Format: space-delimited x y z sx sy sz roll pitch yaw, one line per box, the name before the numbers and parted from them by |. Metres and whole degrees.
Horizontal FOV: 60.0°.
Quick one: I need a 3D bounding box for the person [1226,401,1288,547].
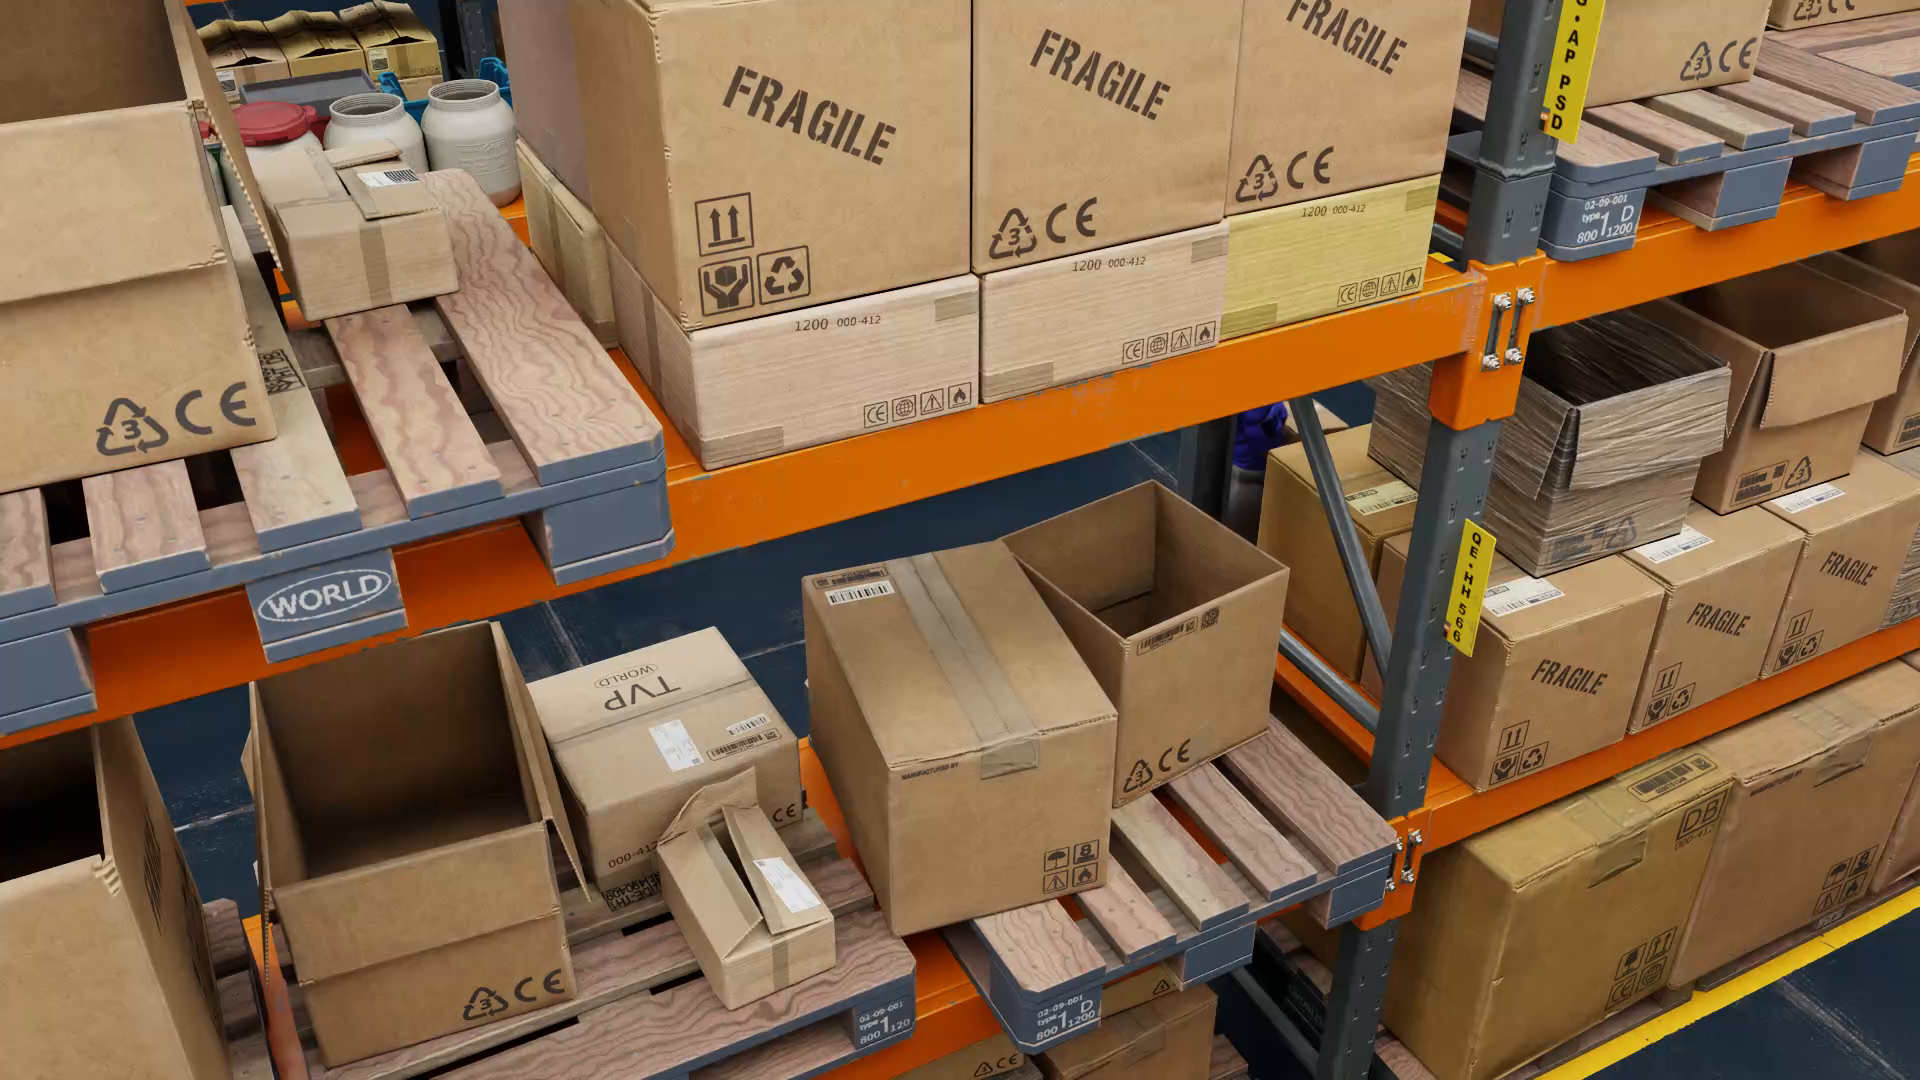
person | 1.134 -0.186 6.438 0.510 1.651 0.451 -14 36 -20
